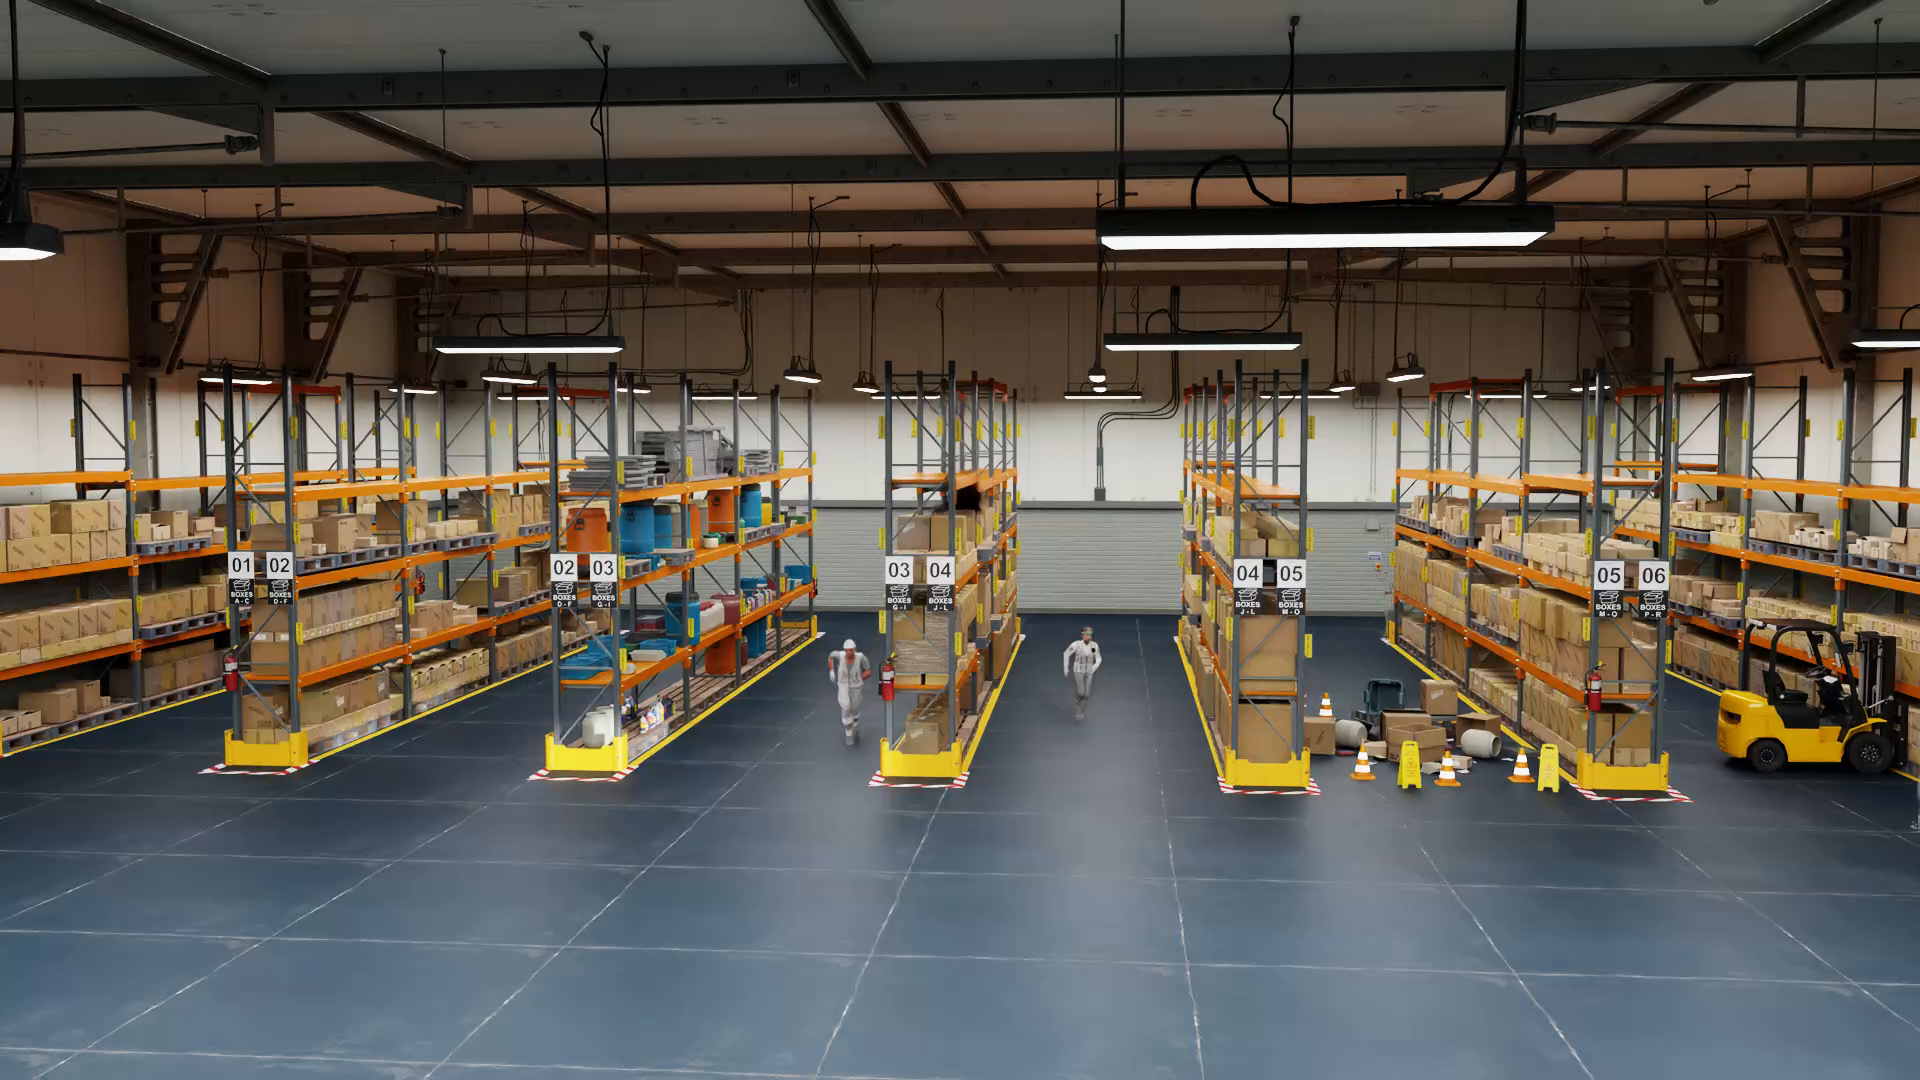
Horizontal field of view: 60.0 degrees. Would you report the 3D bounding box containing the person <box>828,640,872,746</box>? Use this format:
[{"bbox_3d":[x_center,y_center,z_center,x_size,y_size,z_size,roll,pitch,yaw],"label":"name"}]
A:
[{"bbox_3d":[-1.768,2.421,26.815,0.706,1.731,1.053,0,4,1],"label":"person"}]

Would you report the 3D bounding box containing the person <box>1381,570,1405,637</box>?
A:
[{"bbox_3d":[10.606,1.521,40.251,0.768,1.737,0.610,1,4,18],"label":"person"}]

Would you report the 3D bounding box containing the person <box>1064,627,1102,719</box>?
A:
[{"bbox_3d":[2.145,2.300,28.722,0.616,1.623,0.560,-1,4,-15],"label":"person"}]
